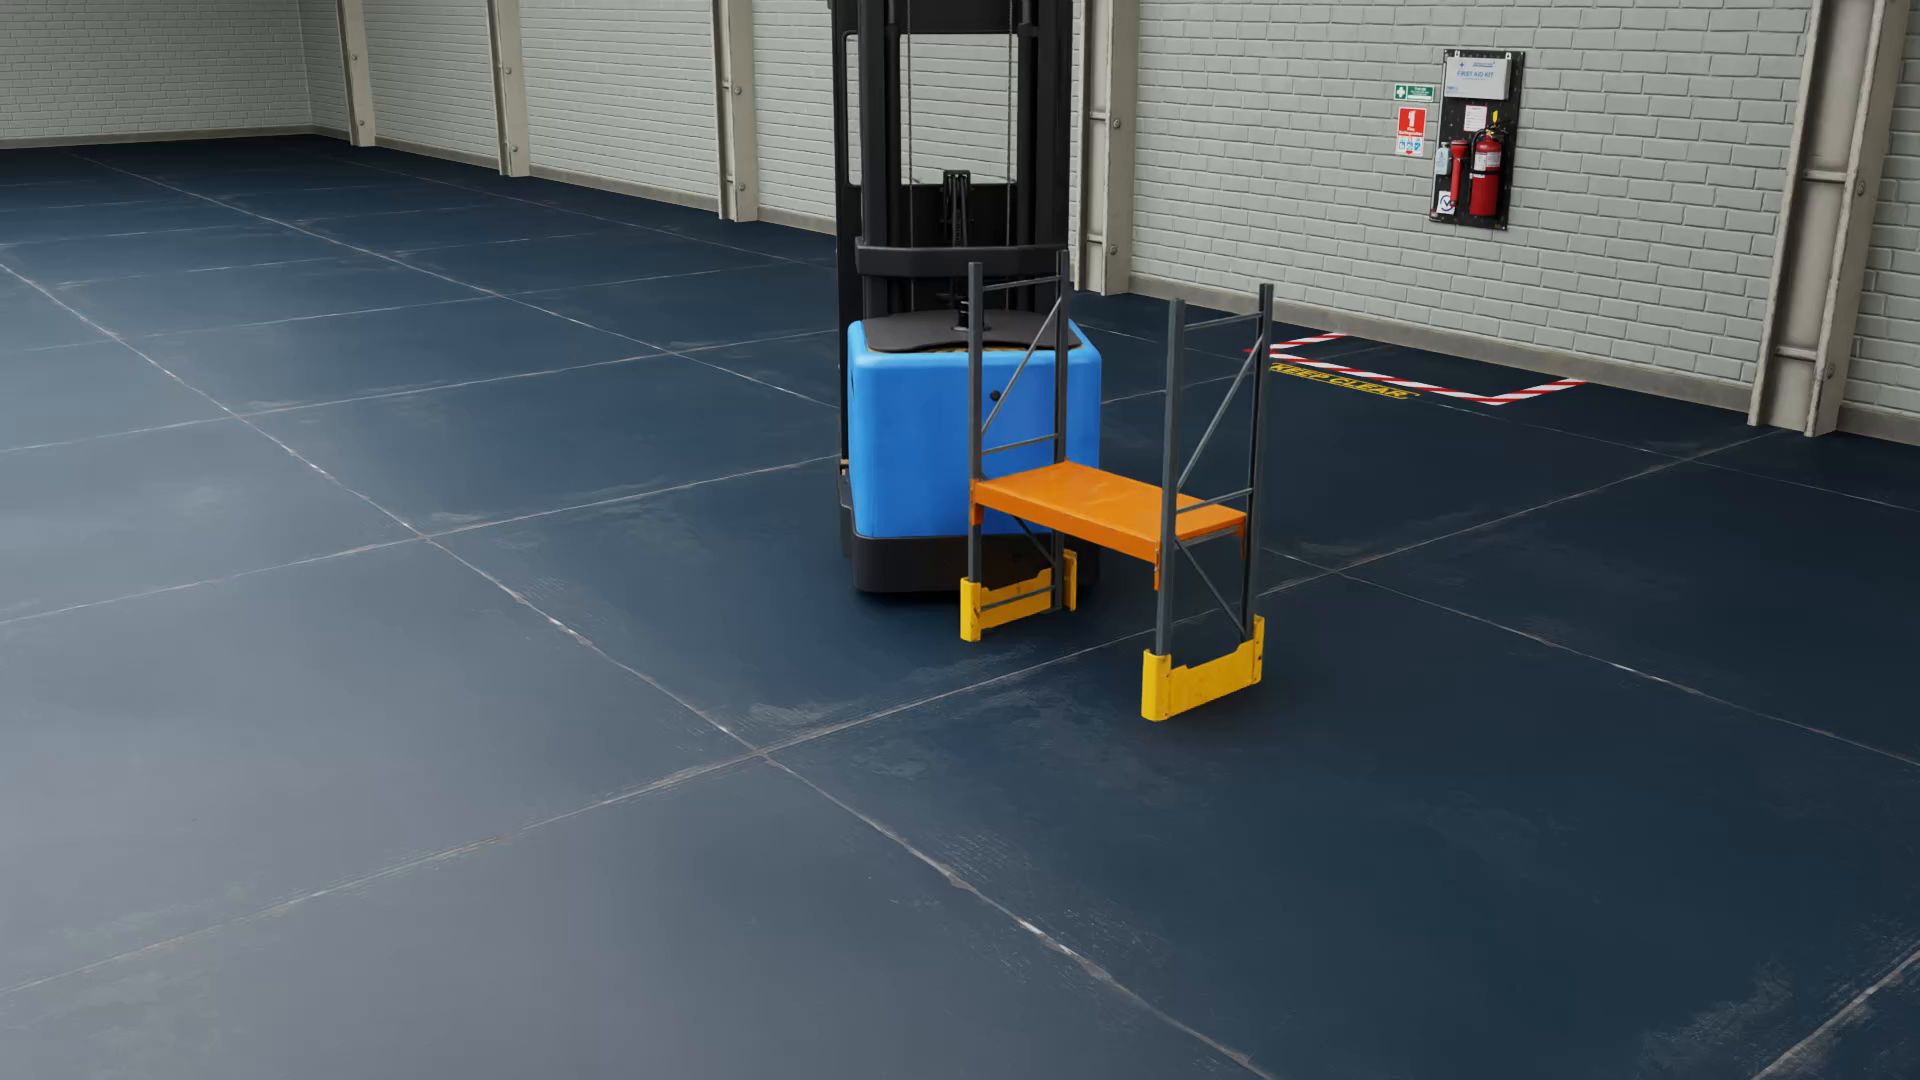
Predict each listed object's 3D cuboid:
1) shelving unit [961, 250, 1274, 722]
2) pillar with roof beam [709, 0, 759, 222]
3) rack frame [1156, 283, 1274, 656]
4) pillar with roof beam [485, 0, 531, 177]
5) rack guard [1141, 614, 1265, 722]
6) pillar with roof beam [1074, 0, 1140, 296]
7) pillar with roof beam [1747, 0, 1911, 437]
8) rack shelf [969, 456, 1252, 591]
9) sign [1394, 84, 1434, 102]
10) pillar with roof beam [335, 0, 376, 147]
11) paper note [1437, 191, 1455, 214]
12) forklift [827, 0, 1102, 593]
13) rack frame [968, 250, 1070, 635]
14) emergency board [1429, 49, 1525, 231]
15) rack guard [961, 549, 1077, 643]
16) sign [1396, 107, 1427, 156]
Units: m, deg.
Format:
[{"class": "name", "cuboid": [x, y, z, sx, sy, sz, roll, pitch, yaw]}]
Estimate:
[{"class": "shelving unit", "cuboid": [0.568, -0.251, 6.234, 0.587, 1.500, 1.083, -15, 24, -38]}, {"class": "pillar with roof beam", "cuboid": [-5.871, -7.064, 14.879, 9.100, 9.000, 0.400, -14, 23, -36]}, {"class": "rack frame", "cuboid": [0.893, -0.131, 5.873, 0.500, 1.500, 0.032, -15, 24, -38]}, {"class": "pillar with roof beam", "cuboid": [-9.596, -8.542, 19.344, 9.100, 9.000, 0.400, -14, 23, -36]}, {"class": "rack guard", "cuboid": [0.892, 0.462, 6.071, 0.587, 0.250, 0.087, -15, 24, -38]}, {"class": "pillar with roof beam", "cuboid": [-2.145, -5.585, 10.414, 9.100, 9.000, 0.400, -14, 23, -36]}, {"class": "pillar with roof beam", "cuboid": [1.580, -4.107, 5.949, 9.100, 9.000, 0.400, -14, 23, -36]}, {"class": "rack shelf", "cuboid": [0.562, -0.082, 6.297, 0.538, 0.185, 1.000, -15, 24, -38]}, {"class": "sign", "cuboid": [3.184, -3.137, 11.666, 0.001, 0.109, 0.331, -14, 23, -36]}, {"class": "pillar with roof beam", "cuboid": [-13.321, -10.021, 23.809, 9.100, 9.000, 0.400, -14, 23, -36]}, {"class": "paper note", "cuboid": [3.394, -2.354, 11.602, 0.016, 0.148, 0.142, -14, 23, -36]}, {"class": "forklift", "cuboid": [-0.060, -1.588, 7.994, 1.130, 2.935, 3.031, -2, 18, -5]}, {"class": "rack frame", "cuboid": [0.232, -0.374, 6.607, 0.500, 1.500, 0.032, -15, 24, -38]}, {"class": "emergency board", "cuboid": [3.450, -2.715, 11.291, 0.194, 1.169, 0.643, -14, 23, -36]}, {"class": "rack guard", "cuboid": [0.245, 0.224, 6.790, 0.587, 0.250, 0.087, -15, 24, -38]}, {"class": "sign", "cuboid": [3.188, -2.889, 11.758, 0.001, 0.329, 0.234, -14, 23, -36]}]
